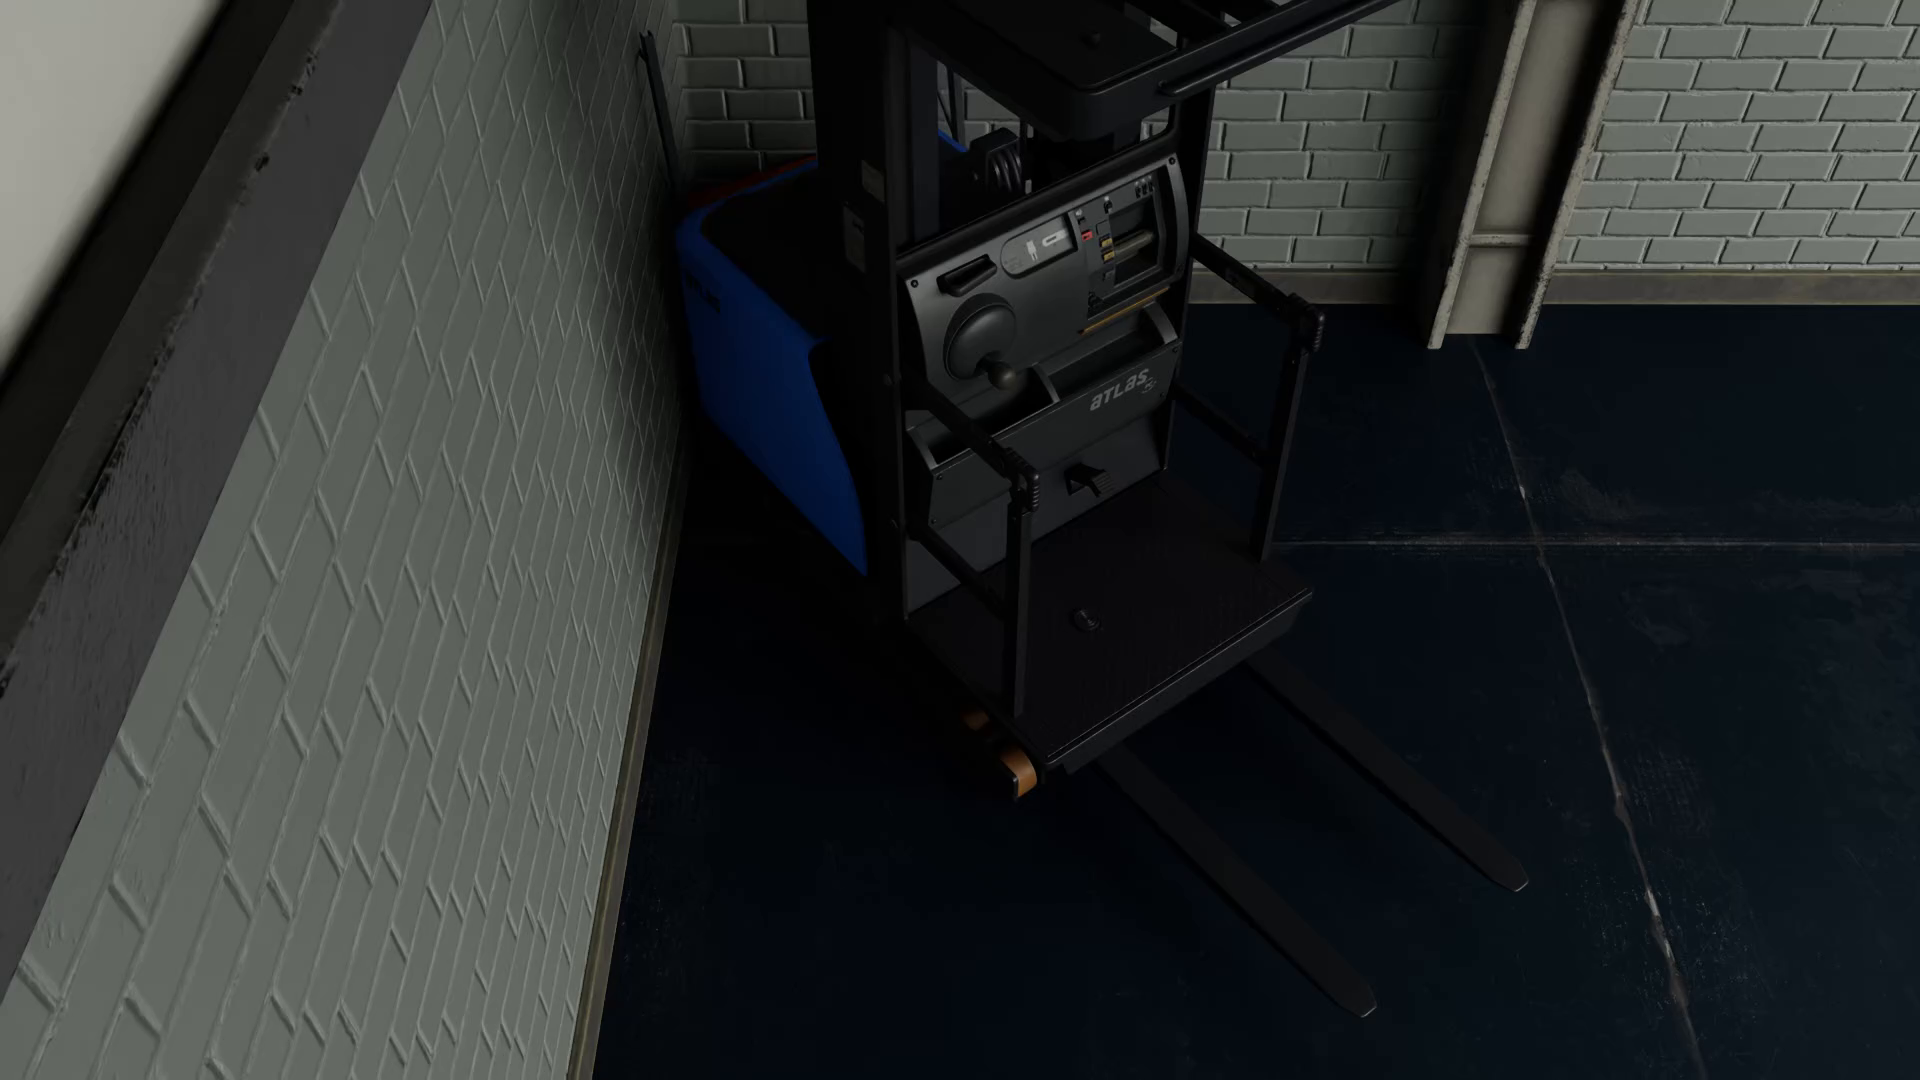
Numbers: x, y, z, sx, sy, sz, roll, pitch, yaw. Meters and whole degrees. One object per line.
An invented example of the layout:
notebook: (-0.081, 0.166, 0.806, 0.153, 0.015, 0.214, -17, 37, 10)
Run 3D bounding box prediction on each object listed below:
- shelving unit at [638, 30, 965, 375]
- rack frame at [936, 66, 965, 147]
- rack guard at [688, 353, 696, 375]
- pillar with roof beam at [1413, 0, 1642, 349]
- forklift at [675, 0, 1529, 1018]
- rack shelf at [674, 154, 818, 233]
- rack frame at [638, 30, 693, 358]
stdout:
shelving unit: (-0.549, -1.294, 5.839, 1.083, 1.500, 0.587, -22, 45, -18)
rack frame: (-0.108, -1.474, 5.991, 0.032, 1.500, 0.500, -22, 45, -18)
rack guard: (-0.948, -0.657, 6.109, 0.087, 0.250, 0.587, -22, 45, -18)
pillar with roof beam: (1.988, -0.769, 0.318, 0.400, 9.000, 9.100, 0, 47, 0)
forklift: (0.380, -0.638, 4.341, 1.130, 2.935, 3.031, -29, 54, -25)
rack shelf: (-0.545, -1.159, 5.958, 1.000, 0.185, 0.538, -22, 45, -18)
rack frame: (-1.005, -1.109, 5.681, 0.032, 1.500, 0.500, -22, 45, -18)
